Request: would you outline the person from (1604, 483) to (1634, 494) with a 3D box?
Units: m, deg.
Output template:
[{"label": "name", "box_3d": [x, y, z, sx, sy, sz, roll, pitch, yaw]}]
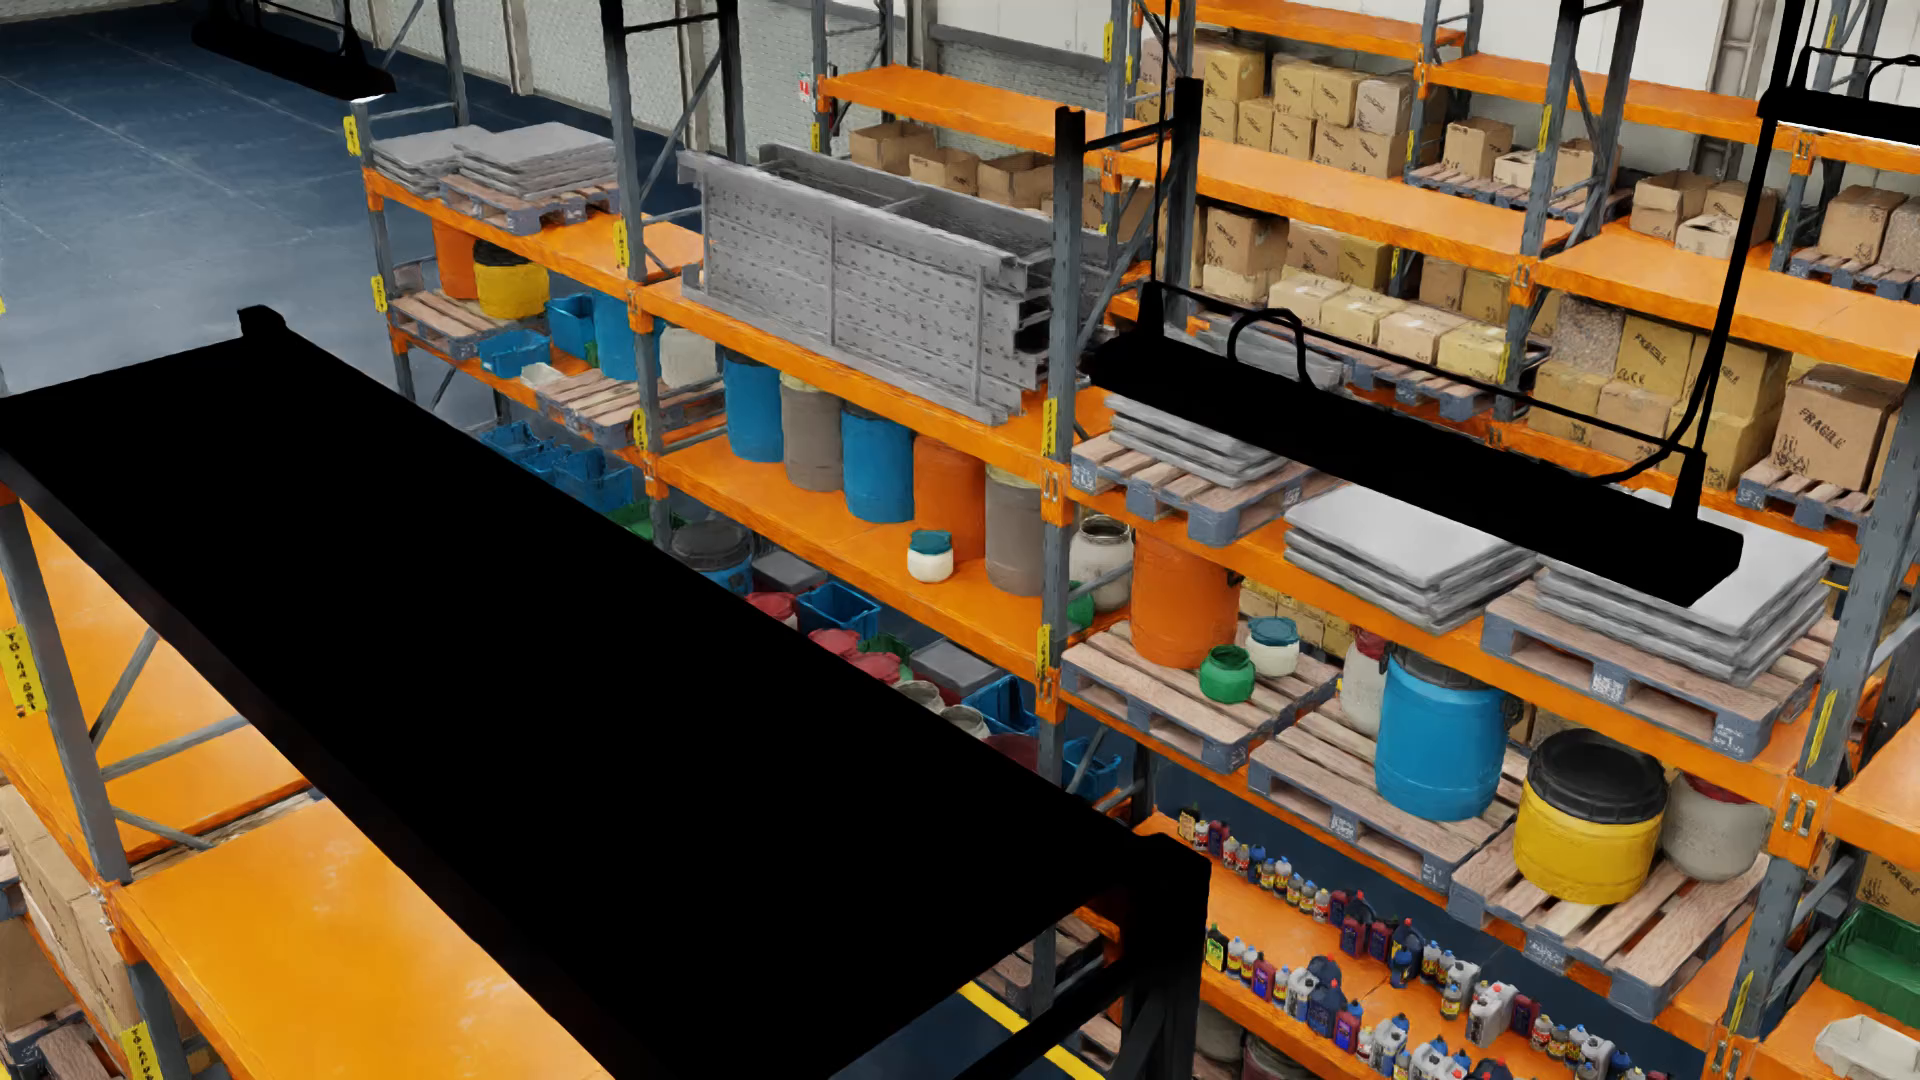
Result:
[{"label": "person", "box_3d": [5.659, 0.212, 14.692, 0.478, 1.667, 0.523, -6, 29, -12]}]
